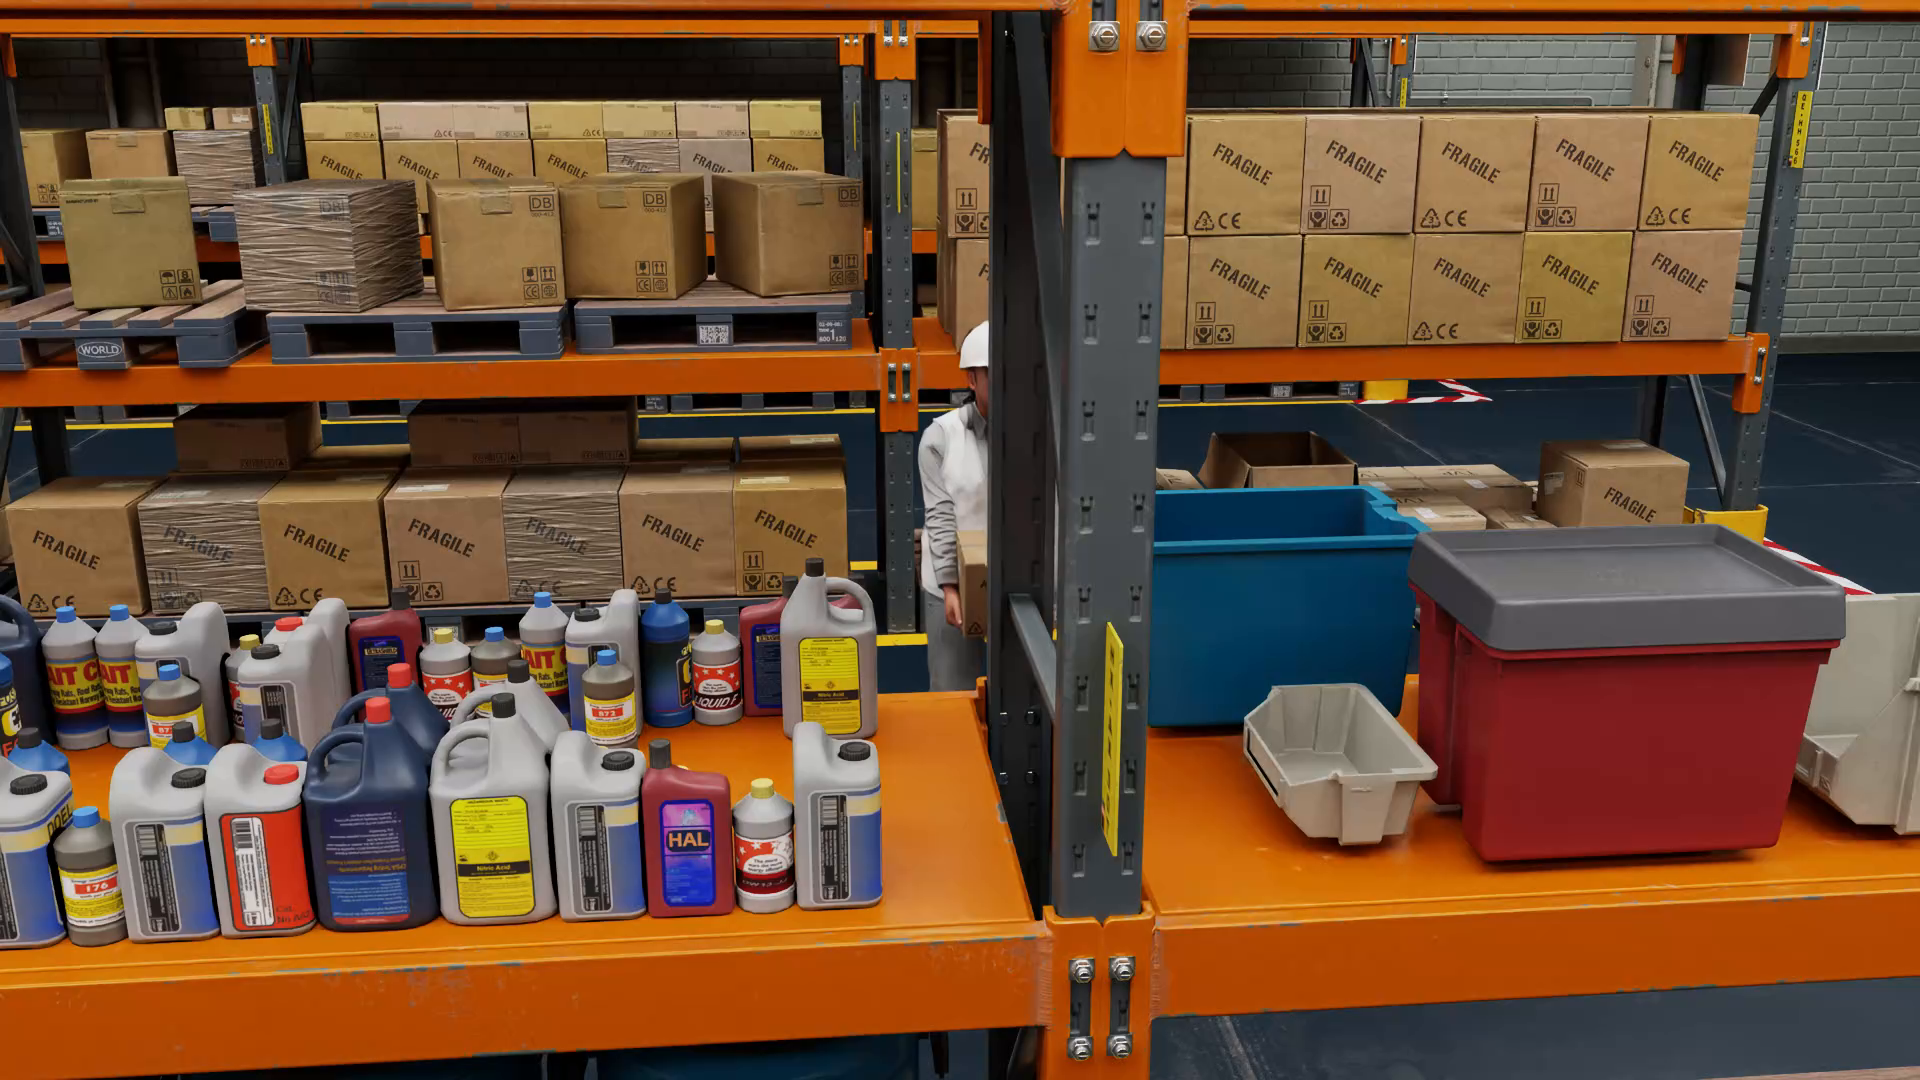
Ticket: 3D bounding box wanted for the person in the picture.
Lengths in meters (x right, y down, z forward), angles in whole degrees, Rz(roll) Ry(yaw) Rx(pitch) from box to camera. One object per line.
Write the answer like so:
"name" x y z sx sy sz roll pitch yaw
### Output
"person" 0.095 0.248 5.471 0.447 1.481 0.363 -2 17 -6
